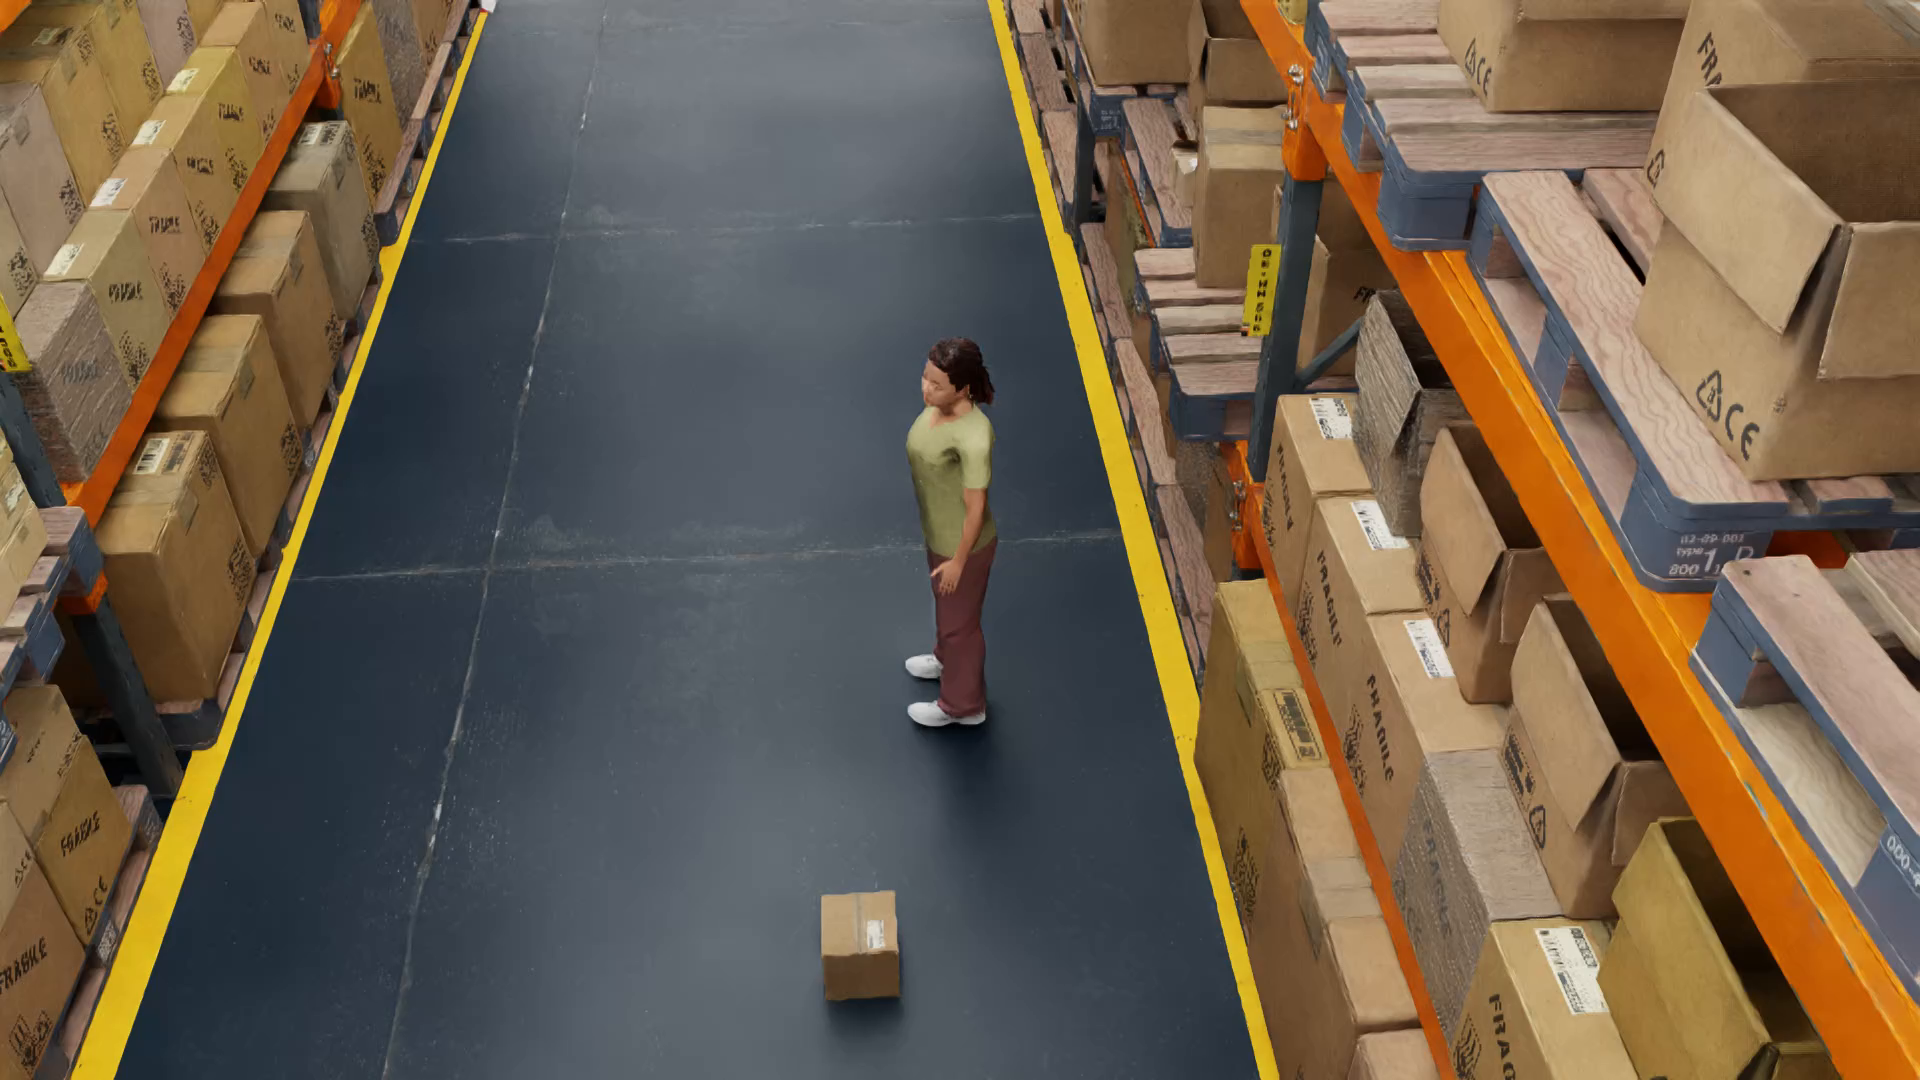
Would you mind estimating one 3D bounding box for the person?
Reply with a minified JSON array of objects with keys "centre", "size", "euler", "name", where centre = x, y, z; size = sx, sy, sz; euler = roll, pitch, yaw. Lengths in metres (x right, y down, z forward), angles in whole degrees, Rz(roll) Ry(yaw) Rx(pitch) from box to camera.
[{"centre":[-0.044,-0.018,6.141],"size":[0.379,1.680,0.488],"euler":[-10,40,-12],"name":"person"}]
